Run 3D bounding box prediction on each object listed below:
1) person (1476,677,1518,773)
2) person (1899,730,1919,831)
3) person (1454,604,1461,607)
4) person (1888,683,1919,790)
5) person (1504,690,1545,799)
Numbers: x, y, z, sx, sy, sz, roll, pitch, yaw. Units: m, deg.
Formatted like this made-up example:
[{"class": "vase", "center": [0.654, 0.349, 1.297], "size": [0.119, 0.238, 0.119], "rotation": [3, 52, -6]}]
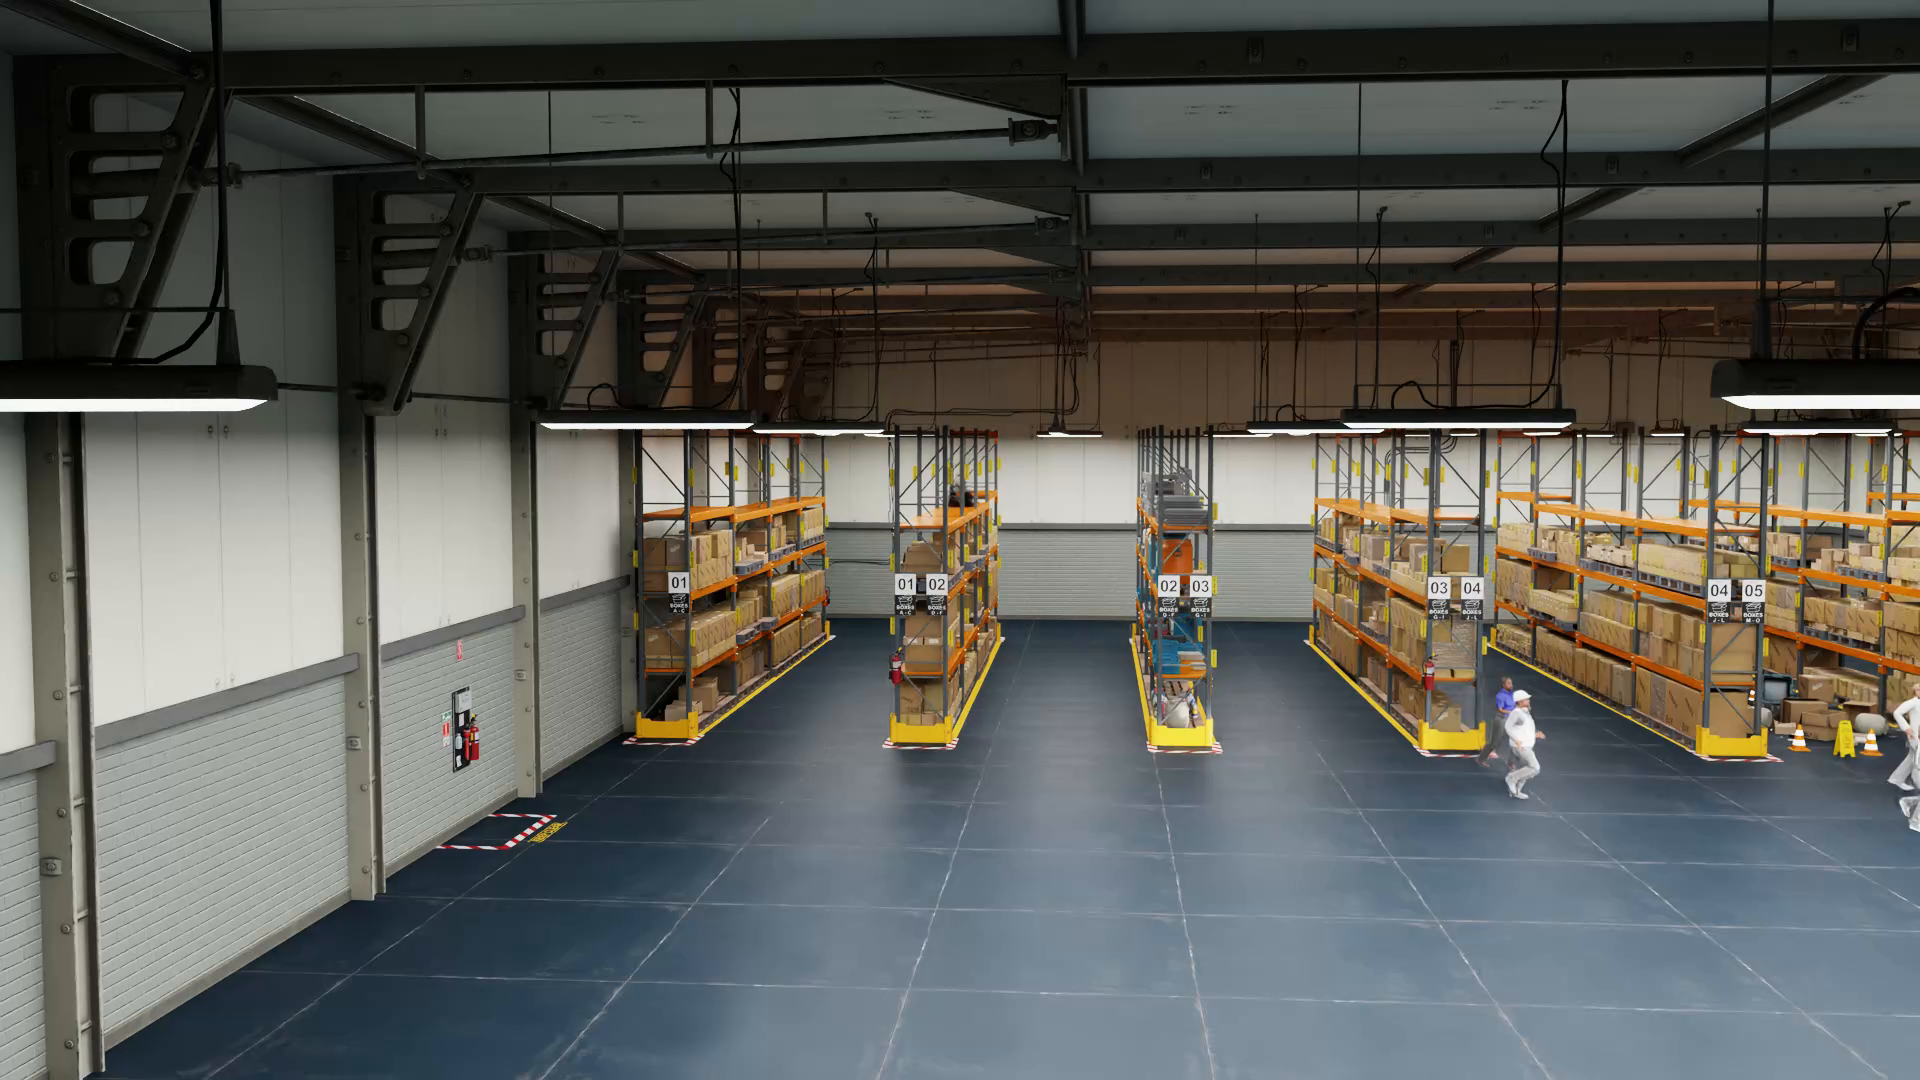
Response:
[{"class": "person", "center": [9.358, 3.189, 28.620], "size": [0.585, 1.681, 0.878], "rotation": [-2, 4, -36]}, {"class": "person", "center": [14.096, 3.488, 24.353], "size": [0.561, 1.563, 0.608], "rotation": [-3, 5, -43]}, {"class": "person", "center": [13.933, 2.108, 46.839], "size": [0.710, 1.649, 0.649], "rotation": [-2, 4, -27]}, {"class": "person", "center": [15.405, 3.224, 26.751], "size": [0.855, 1.848, 0.672], "rotation": [3, 5, 45]}, {"class": "person", "center": [9.009, 3.264, 26.493], "size": [0.566, 1.732, 0.650], "rotation": [2, 4, 31]}]
